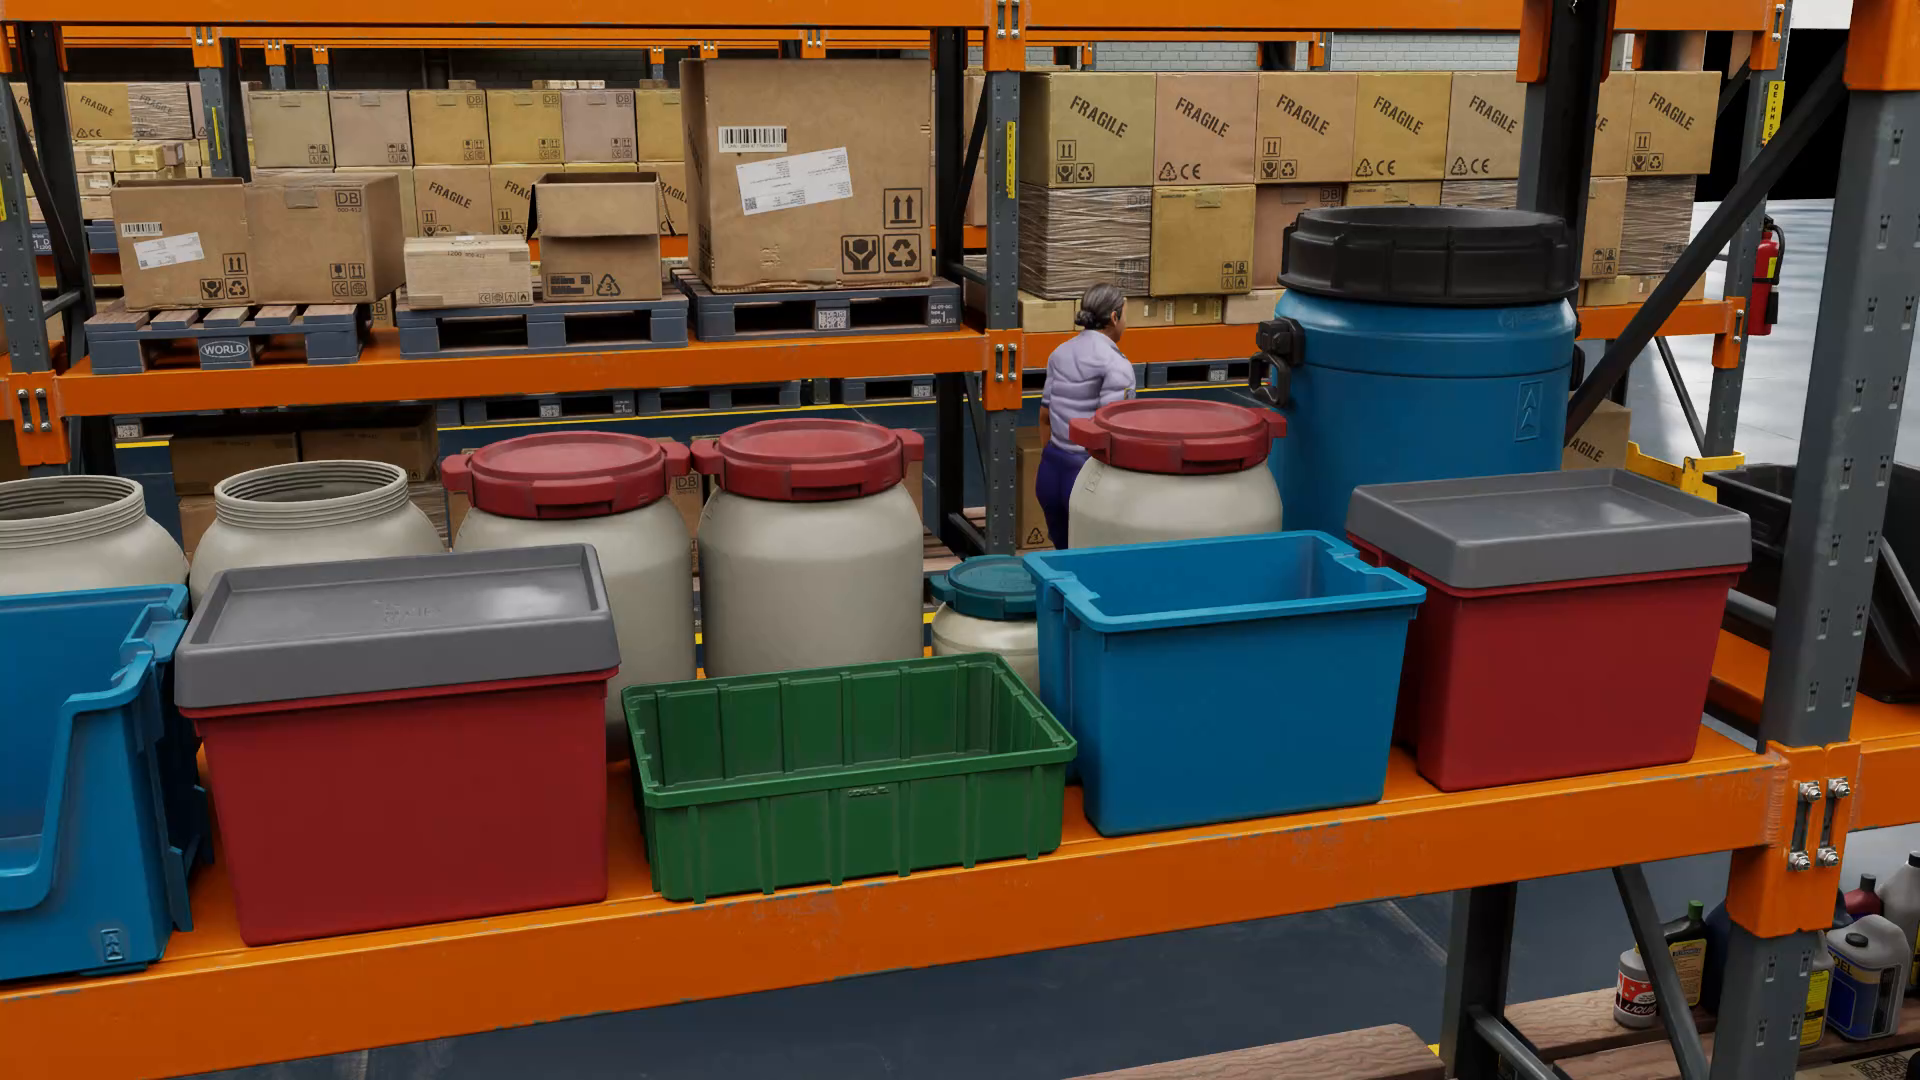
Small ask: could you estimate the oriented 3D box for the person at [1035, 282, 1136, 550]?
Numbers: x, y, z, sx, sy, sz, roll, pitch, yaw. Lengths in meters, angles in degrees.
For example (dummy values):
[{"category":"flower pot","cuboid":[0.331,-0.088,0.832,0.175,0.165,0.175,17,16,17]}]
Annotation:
[{"category":"person","cuboid":[0.539,-0.212,6.786,0.368,1.648,0.566,-11,19,-34]}]
